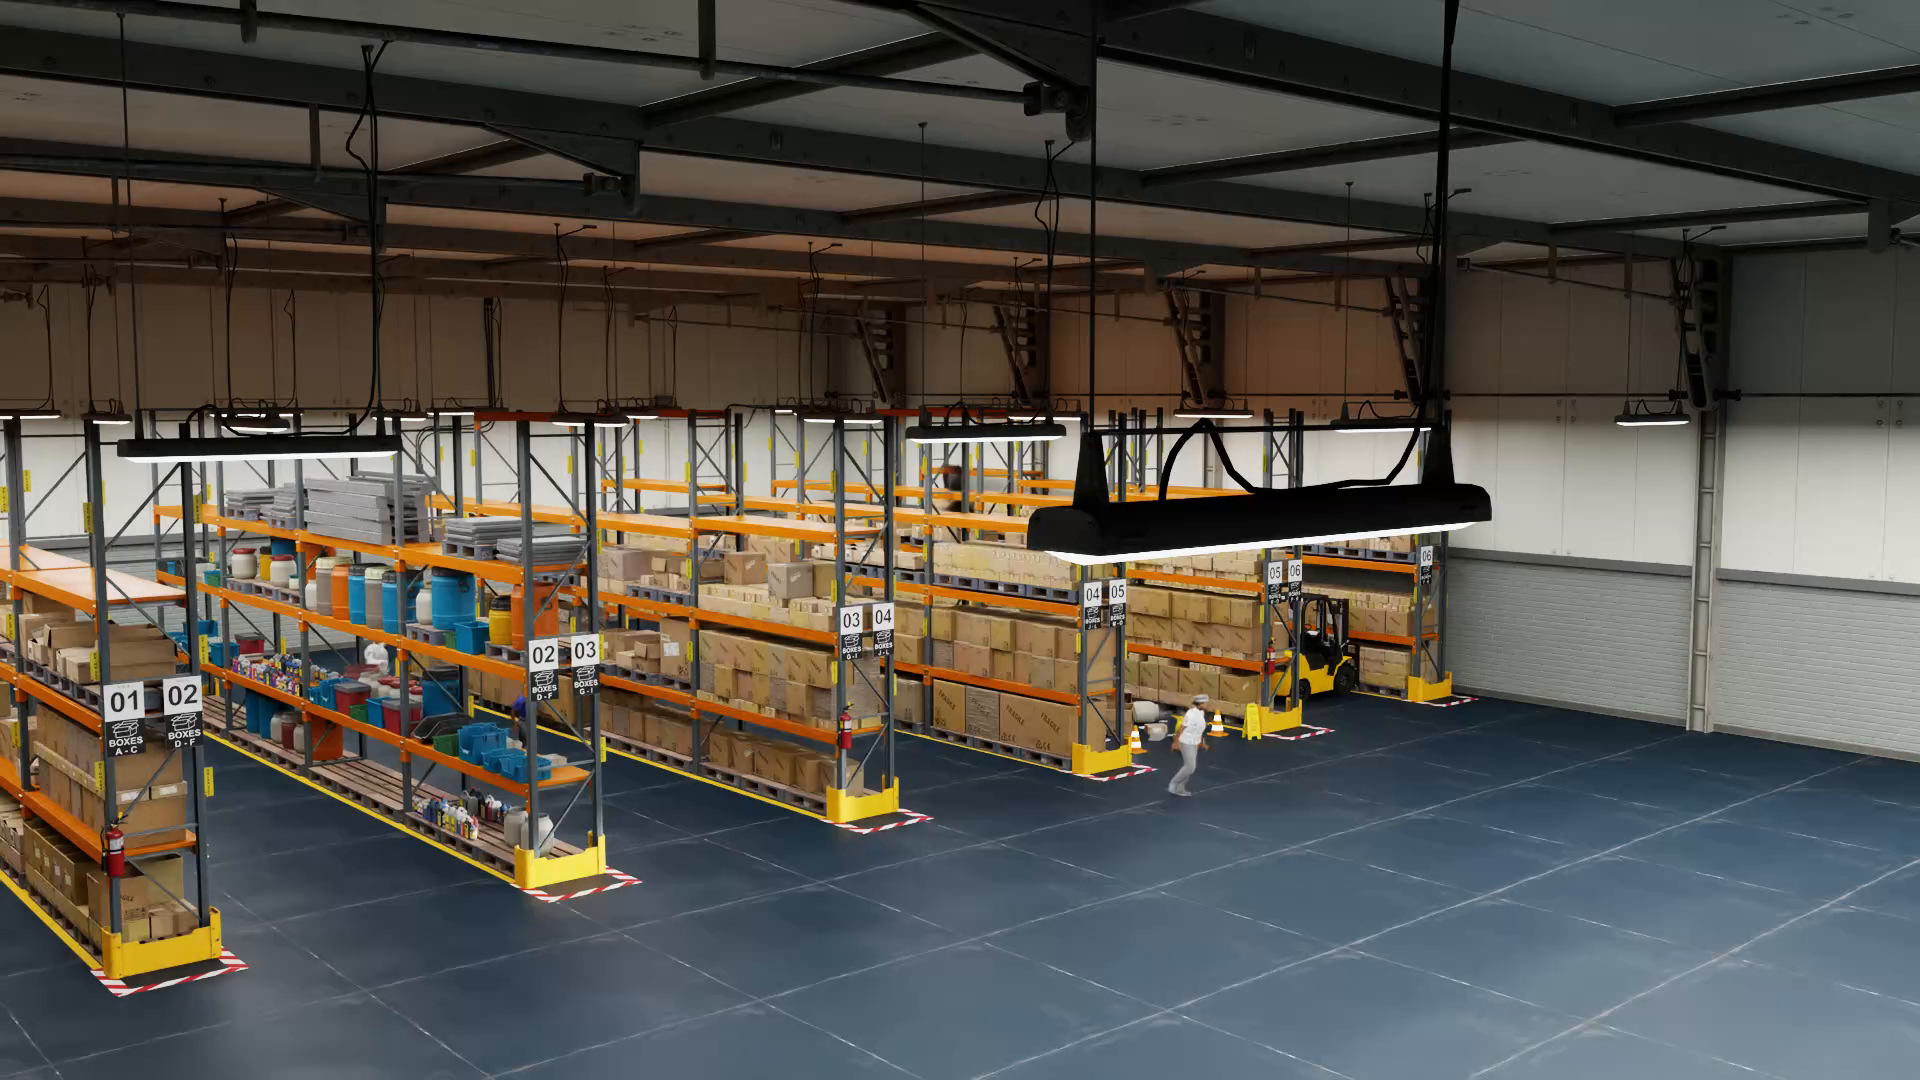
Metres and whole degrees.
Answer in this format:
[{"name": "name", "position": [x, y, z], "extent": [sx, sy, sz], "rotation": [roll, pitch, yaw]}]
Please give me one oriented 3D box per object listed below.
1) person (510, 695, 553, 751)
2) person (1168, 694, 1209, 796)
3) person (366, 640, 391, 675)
[{"name": "person", "position": [-7.215, 3.130, 27.899], "extent": [0.805, 1.628, 0.605], "rotation": [0, 5, 6]}, {"name": "person", "position": [3.606, 3.235, 26.171], "extent": [0.561, 1.625, 0.616], "rotation": [3, 6, 31]}, {"name": "person", "position": [-11.467, 2.614, 32.793], "extent": [0.553, 1.738, 0.813], "rotation": [-4, 7, -41]}]
